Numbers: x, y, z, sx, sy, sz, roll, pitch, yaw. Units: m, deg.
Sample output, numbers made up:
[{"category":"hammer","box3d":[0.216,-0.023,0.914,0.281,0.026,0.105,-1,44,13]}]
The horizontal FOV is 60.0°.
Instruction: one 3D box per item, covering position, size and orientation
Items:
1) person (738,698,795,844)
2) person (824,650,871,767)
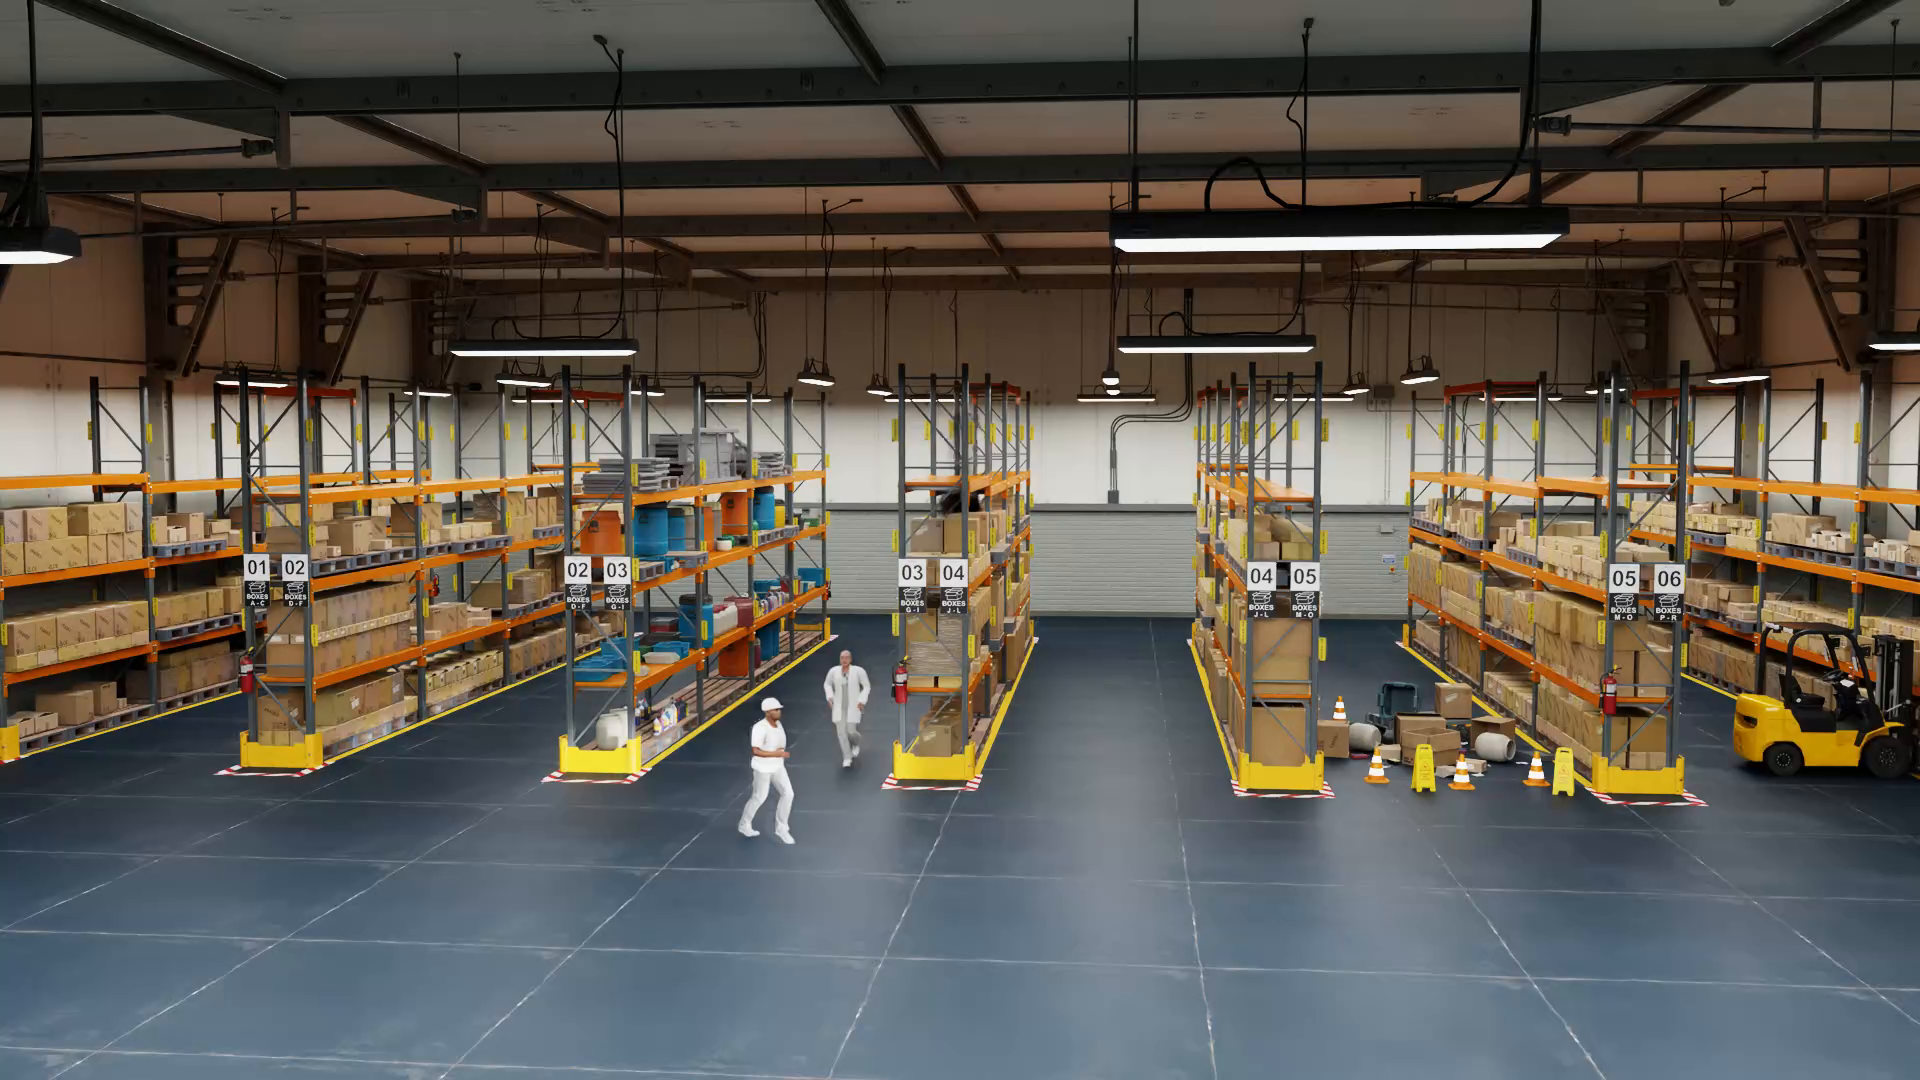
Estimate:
[{"category":"person","box3d":[-2.349,2.823,20.310,0.827,1.812,0.628,2,4,33]},{"category":"person","box3d":[-1.709,2.526,25.185,0.721,1.746,0.681,1,4,8]}]
